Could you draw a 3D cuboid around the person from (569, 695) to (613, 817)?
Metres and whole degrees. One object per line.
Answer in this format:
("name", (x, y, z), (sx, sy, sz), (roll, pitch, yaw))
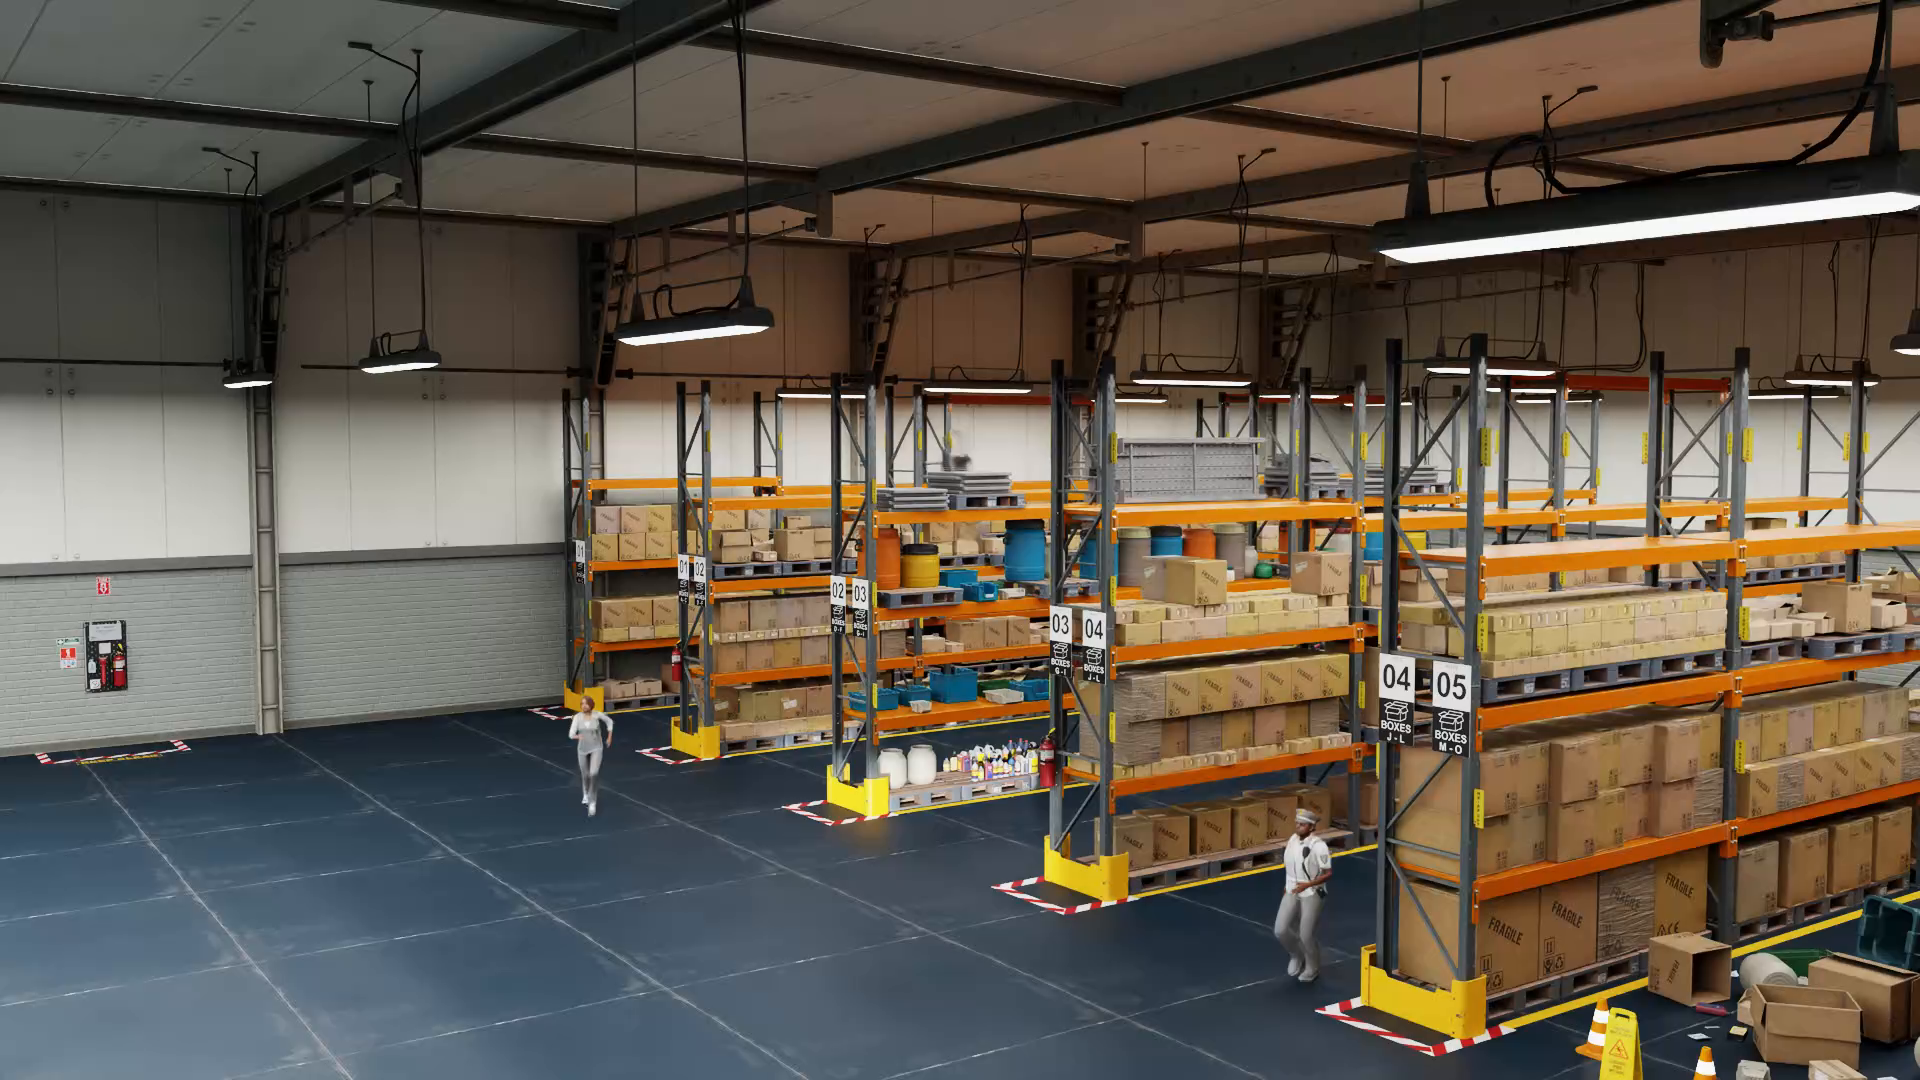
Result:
("person", (-5.028, 2.913, 22.655), (0.546, 1.625, 0.836), (0, 4, -2))

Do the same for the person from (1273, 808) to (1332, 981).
("person", (3.211, 3.330, 15.604), (0.587, 1.659, 0.584), (-4, 5, -44))
